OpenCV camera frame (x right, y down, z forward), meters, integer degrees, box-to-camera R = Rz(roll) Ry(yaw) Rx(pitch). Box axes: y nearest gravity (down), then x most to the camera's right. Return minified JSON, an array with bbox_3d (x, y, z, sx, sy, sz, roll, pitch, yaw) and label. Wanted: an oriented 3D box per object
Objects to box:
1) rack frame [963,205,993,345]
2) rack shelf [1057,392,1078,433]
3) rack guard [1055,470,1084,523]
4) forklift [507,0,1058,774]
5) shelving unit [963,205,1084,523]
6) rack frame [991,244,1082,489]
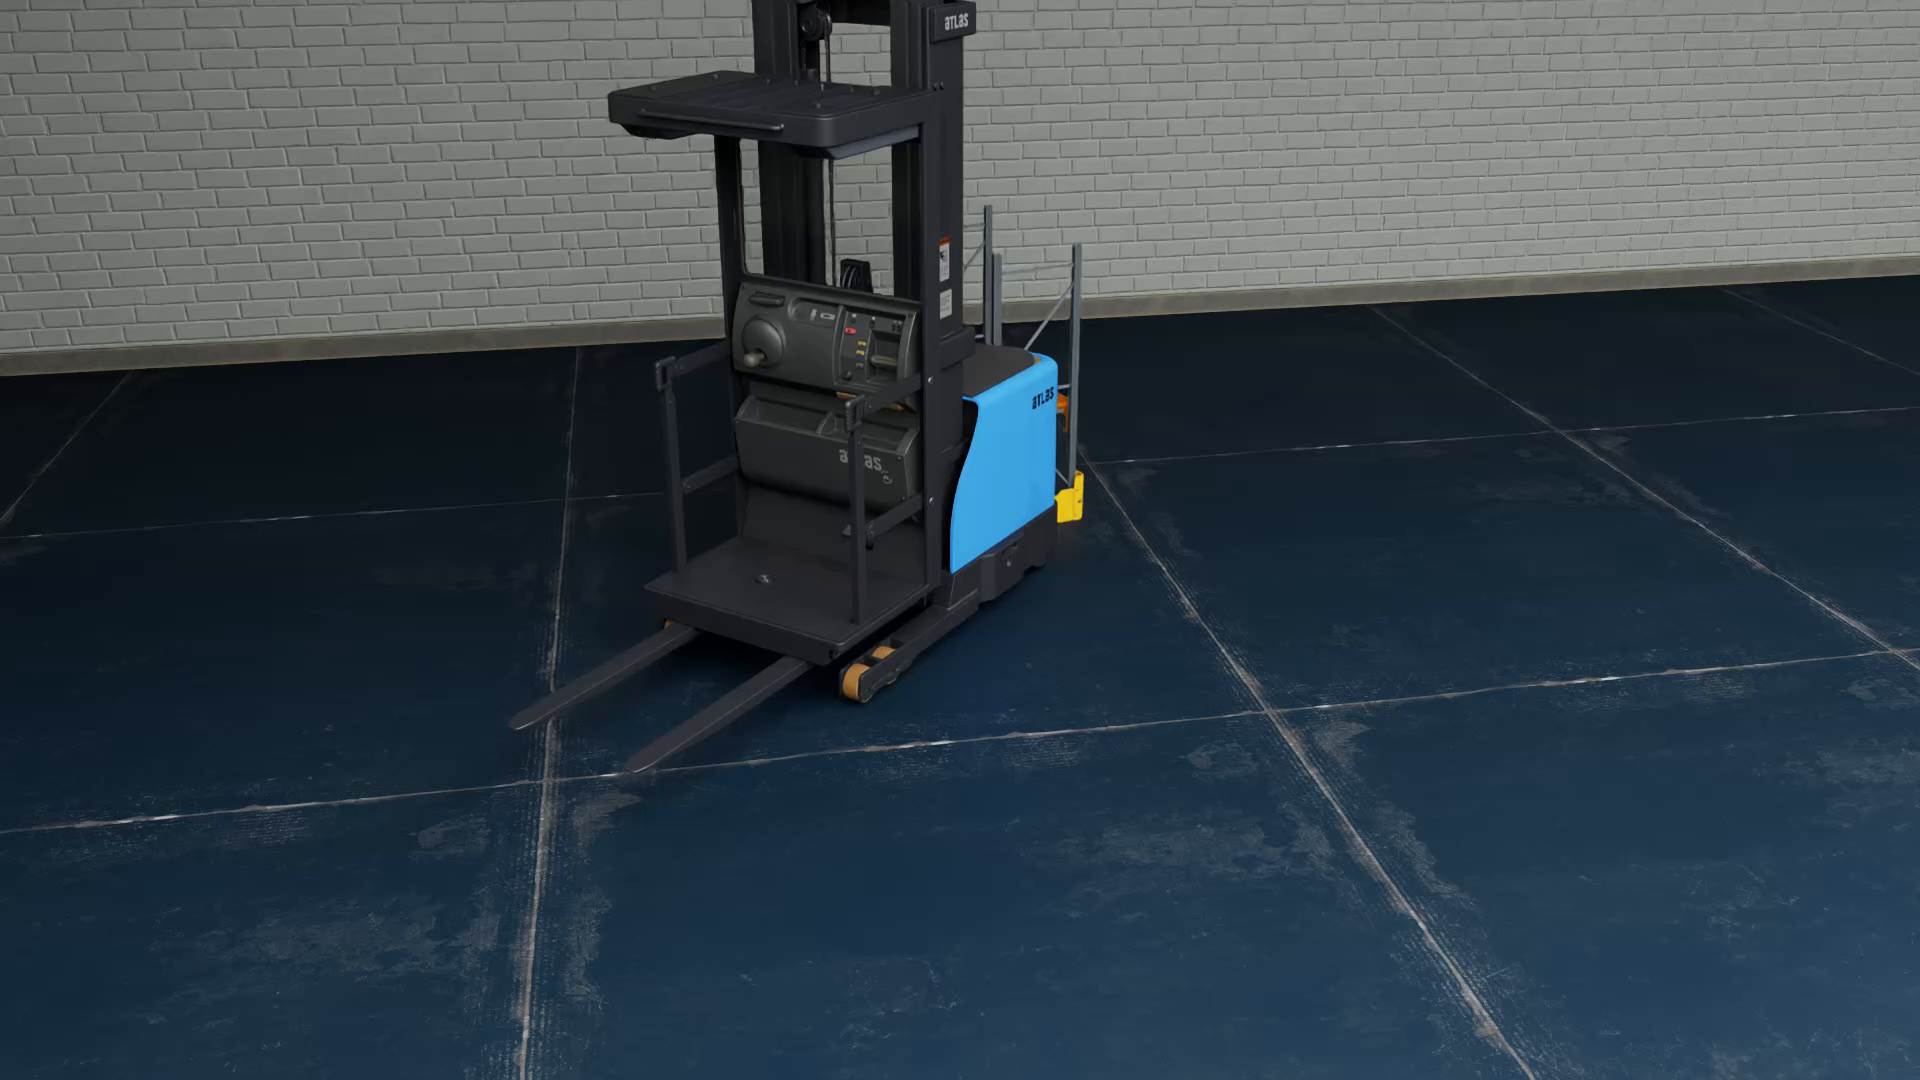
[{"bbox_3d":[-0.050,-1.139,9.483,0.500,1.500,0.032,-11,26,-23],"label":"rack frame"},{"bbox_3d":[0.169,-0.790,9.135,0.538,0.185,1.000,-11,26,-23],"label":"rack shelf"},{"bbox_3d":[0.388,-0.199,8.894,0.587,0.250,0.087,-11,26,-23],"label":"rack guard"},{"bbox_3d":[-0.706,-0.857,7.049,1.130,2.935,3.031,14,27,29],"label":"forklift"},{"bbox_3d":[0.173,-0.952,9.055,0.587,1.500,1.083,-11,26,-23],"label":"shelving unit"},{"bbox_3d":[0.389,-0.771,8.643,0.500,1.500,0.032,-11,26,-23],"label":"rack frame"}]
